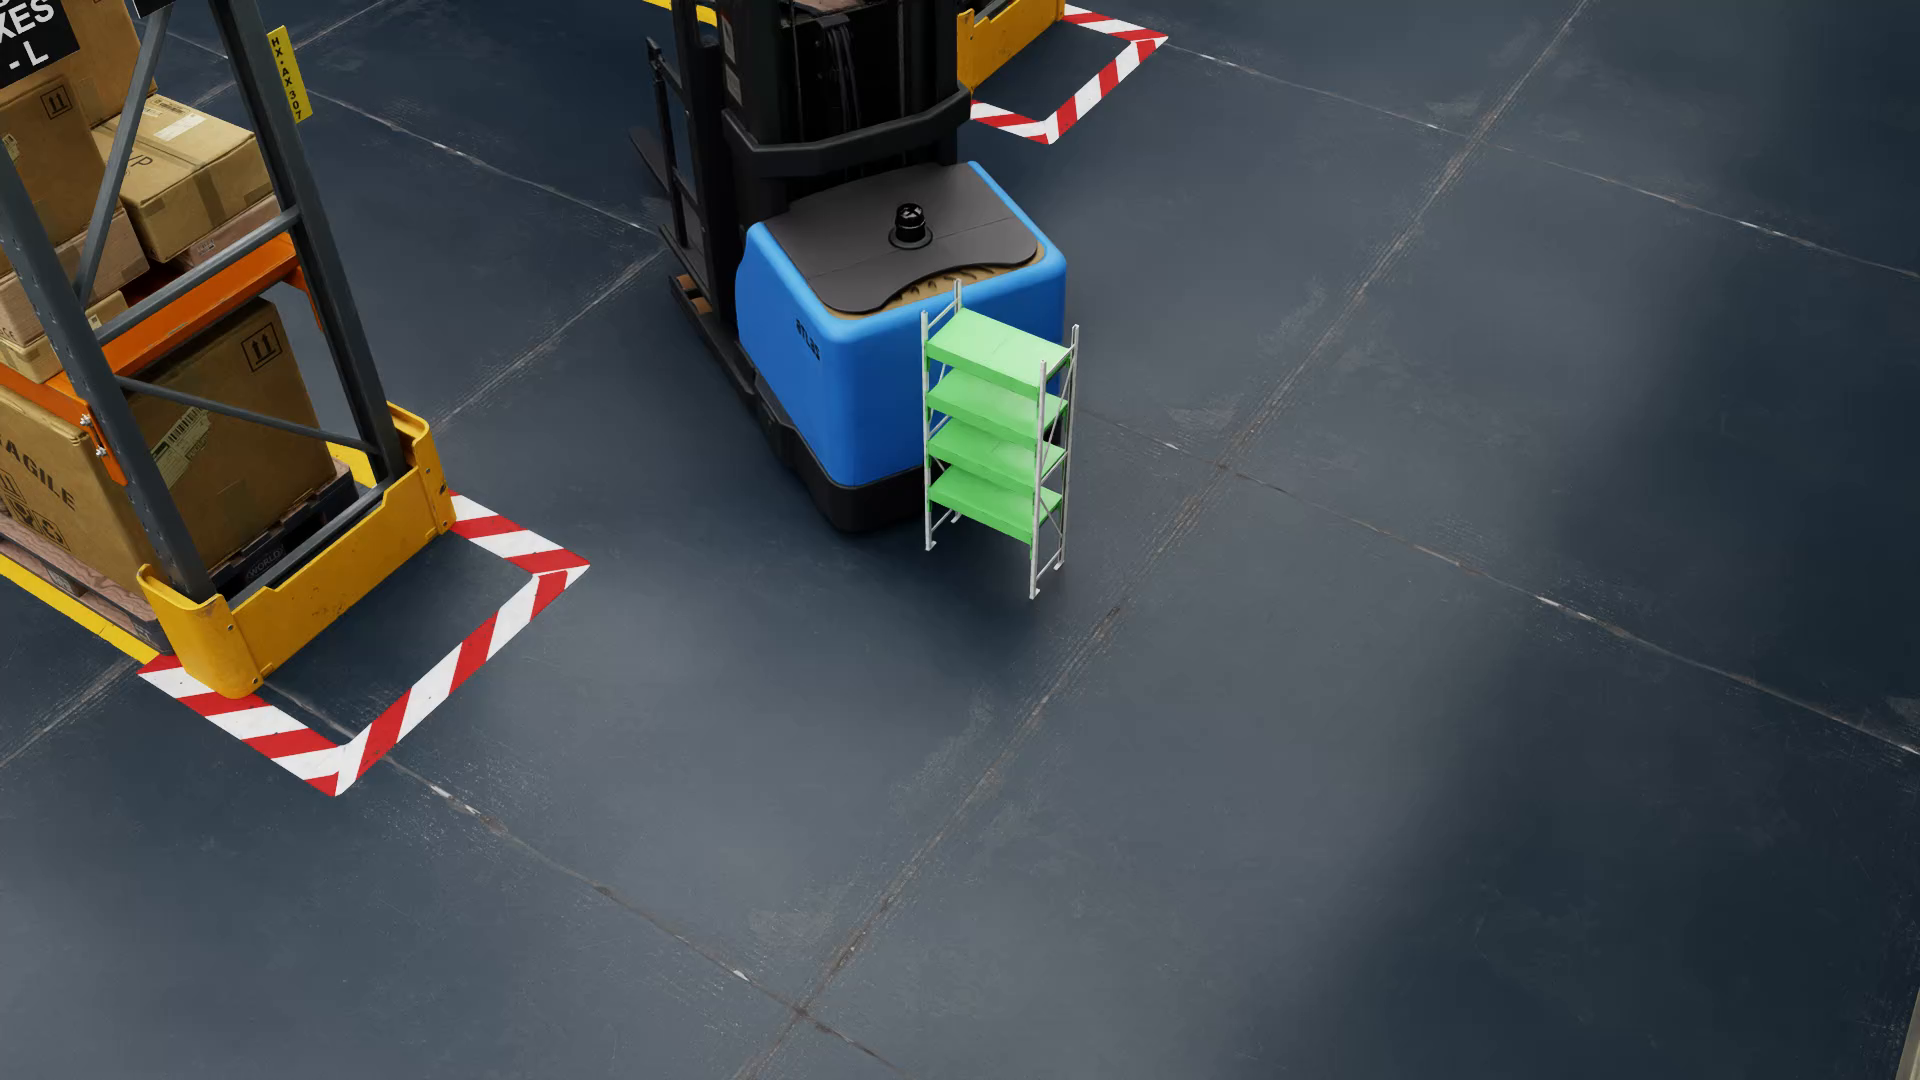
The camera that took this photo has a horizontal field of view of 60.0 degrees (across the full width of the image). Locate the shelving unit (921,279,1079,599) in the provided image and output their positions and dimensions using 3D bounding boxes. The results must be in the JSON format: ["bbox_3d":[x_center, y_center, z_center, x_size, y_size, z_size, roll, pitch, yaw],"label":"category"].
[{"bbox_3d":[0.139,-0.354,6.257,0.503,1.200,0.258,25,51,22],"label":"shelving unit"}]

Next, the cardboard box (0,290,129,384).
[{"bbox_3d":[-3.001,-0.716,5.529,0.250,0.149,0.380,26,51,23],"label":"cardboard box"}]

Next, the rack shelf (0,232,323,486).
[{"bbox_3d":[-4.207,-1.388,6.509,4.000,0.370,1.077,25,51,22],"label":"rack shelf"}]

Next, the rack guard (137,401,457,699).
[{"bbox_3d":[-2.503,0.016,6.386,0.348,0.500,1.175,25,51,22],"label":"rack guard"}]

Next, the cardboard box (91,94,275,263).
[{"bbox_3d":[-2.782,-1.264,5.784,0.500,0.250,0.500,23,50,21],"label":"cardboard box"}]

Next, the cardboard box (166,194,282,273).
[{"bbox_3d":[-2.644,-1.113,5.915,0.250,0.149,0.380,25,51,23],"label":"cardboard box"}]

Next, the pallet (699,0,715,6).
[{"bbox_3d":[-1.546,-3.698,10.196,1.213,0.211,1.003,25,51,22],"label":"pallet"}]

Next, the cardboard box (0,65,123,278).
[{"bbox_3d":[-3.076,-1.207,5.205,0.500,0.500,0.500,25,51,23],"label":"cardboard box"}]

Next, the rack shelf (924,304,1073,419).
[{"bbox_3d":[0.139,-0.644,5.959,0.480,0.148,0.258,25,51,22],"label":"rack shelf"}]

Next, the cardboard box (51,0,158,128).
[{"bbox_3d":[-3.203,-1.719,5.703,0.500,0.500,0.500,24,50,21],"label":"cardboard box"}]

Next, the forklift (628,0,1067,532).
[{"bbox_3d":[-0.700,-2.115,6.761,1.130,2.935,3.031,-20,49,-19],"label":"forklift"}]

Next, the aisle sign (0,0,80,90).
[{"bbox_3d":[-2.625,-1.561,4.363,0.004,0.787,0.394,25,51,22],"label":"aisle sign"}]

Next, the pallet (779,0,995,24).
[{"bbox_3d":[-0.523,-3.225,9.737,1.213,0.211,1.003,25,51,22],"label":"pallet"}]

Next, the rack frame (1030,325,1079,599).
[{"bbox_3d":[0.345,-0.260,6.166,0.015,1.200,0.240,25,51,22],"label":"rack frame"}]

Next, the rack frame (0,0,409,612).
[{"bbox_3d":[-2.524,-0.864,5.498,0.127,3.000,1.000,25,51,22],"label":"rack frame"}]

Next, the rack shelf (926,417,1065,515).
[{"bbox_3d":[0.139,-0.310,6.303,0.480,0.148,0.258,25,51,22],"label":"rack shelf"}]

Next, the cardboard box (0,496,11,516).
[{"bbox_3d":[-3.871,-0.822,6.646,0.875,0.875,0.875,25,51,22],"label":"cardboard box"}]

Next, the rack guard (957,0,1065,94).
[{"bbox_3d":[0.178,-2.982,9.299,0.348,0.500,1.175,25,51,22],"label":"rack guard"}]

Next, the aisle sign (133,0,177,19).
[{"bbox_3d":[-2.301,-1.923,4.715,0.004,0.787,0.394,25,51,22],"label":"aisle sign"}]

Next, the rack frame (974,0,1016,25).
[{"bbox_3d":[0.150,-3.854,8.404,0.127,3.000,1.000,25,51,22],"label":"rack frame"}]

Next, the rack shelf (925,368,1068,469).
[{"bbox_3d":[0.139,-0.477,6.131,0.480,0.148,0.258,25,51,22],"label":"rack shelf"}]

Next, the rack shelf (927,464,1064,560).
[{"bbox_3d":[0.139,-0.142,6.475,0.480,0.148,0.258,25,51,22],"label":"rack shelf"}]

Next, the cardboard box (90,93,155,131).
[{"bbox_3d":[-3.223,-1.462,5.976,0.500,0.250,0.500,24,51,22],"label":"cardboard box"}]

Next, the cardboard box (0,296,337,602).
[{"bbox_3d":[-3.105,-0.470,6.303,0.875,0.875,0.875,25,51,22],"label":"cardboard box"}]

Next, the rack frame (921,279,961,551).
[{"bbox_3d":[-0.066,-0.449,6.349,0.015,1.200,0.240,25,51,22],"label":"rack frame"}]

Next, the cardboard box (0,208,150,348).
[{"bbox_3d":[-3.075,-0.943,5.472,0.500,0.250,0.500,24,50,22],"label":"cardboard box"}]

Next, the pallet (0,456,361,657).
[{"bbox_3d":[-3.239,-0.155,6.753,1.213,0.211,1.003,25,51,22],"label":"pallet"}]

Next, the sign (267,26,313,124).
[{"bbox_3d":[-2.219,-1.526,5.483,0.005,0.325,0.100,25,51,22],"label":"sign"}]
